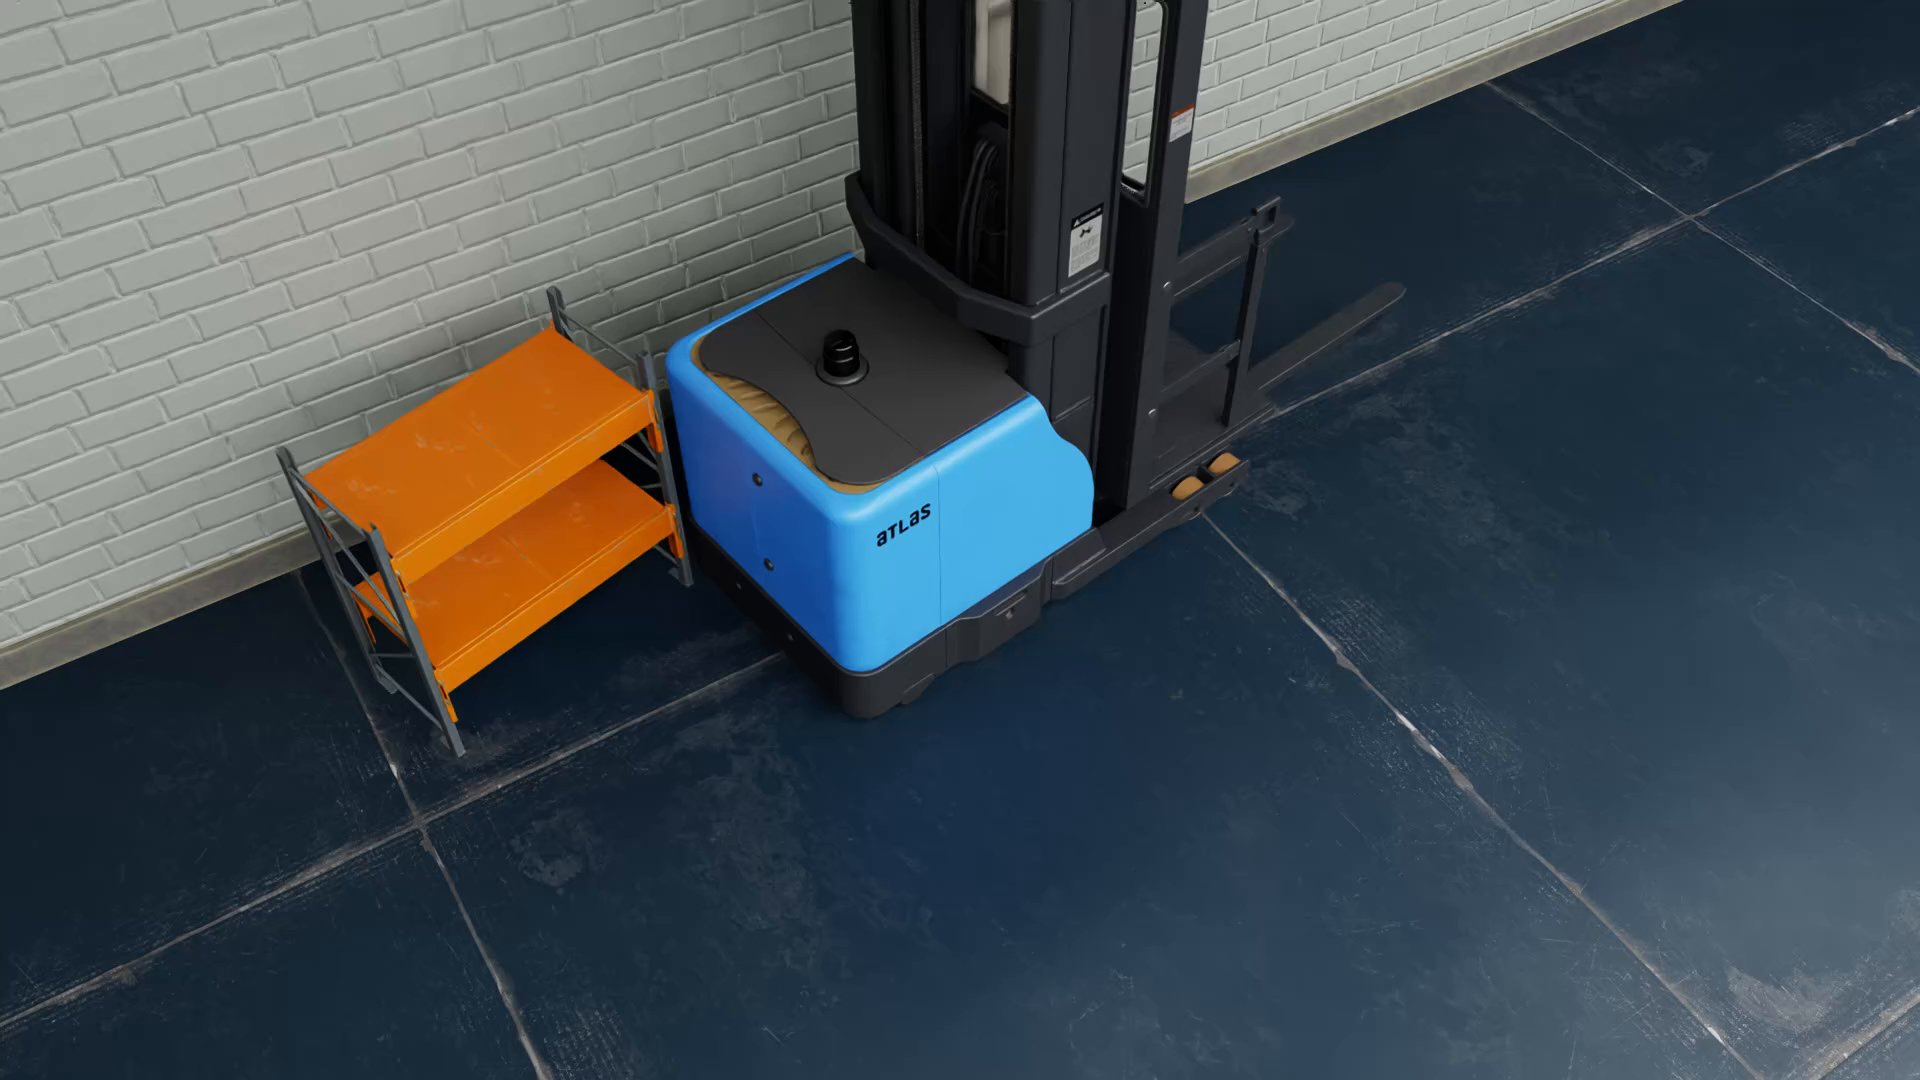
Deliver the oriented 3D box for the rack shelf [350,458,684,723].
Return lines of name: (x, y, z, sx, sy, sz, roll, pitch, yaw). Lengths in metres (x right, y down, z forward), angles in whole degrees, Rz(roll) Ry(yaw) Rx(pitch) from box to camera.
rack shelf: (-1.516, 0.108, 5.728, 0.538, 0.278, 1.000, 35, 57, 27)

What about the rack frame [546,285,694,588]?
rack frame: (-1.172, -0.334, 5.794, 0.500, 1.125, 0.032, 35, 57, 27)

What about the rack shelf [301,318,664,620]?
rack shelf: (-1.516, -0.249, 5.327, 0.538, 0.278, 1.000, 35, 57, 27)

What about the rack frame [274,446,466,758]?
rack frame: (-1.861, 0.225, 5.297, 0.500, 1.125, 0.032, 35, 57, 27)

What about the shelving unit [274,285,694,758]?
shelving unit: (-1.516, -0.054, 5.545, 0.538, 1.125, 1.048, 35, 57, 27)

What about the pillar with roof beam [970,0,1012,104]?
pillar with roof beam: (2.443, -1.290, 1.373, 0.400, 9.000, 9.100, -25, 53, -21)

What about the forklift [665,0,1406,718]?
forklift: (0.477, -1.322, 5.465, 3.031, 2.935, 1.130, -32, 56, -26)
